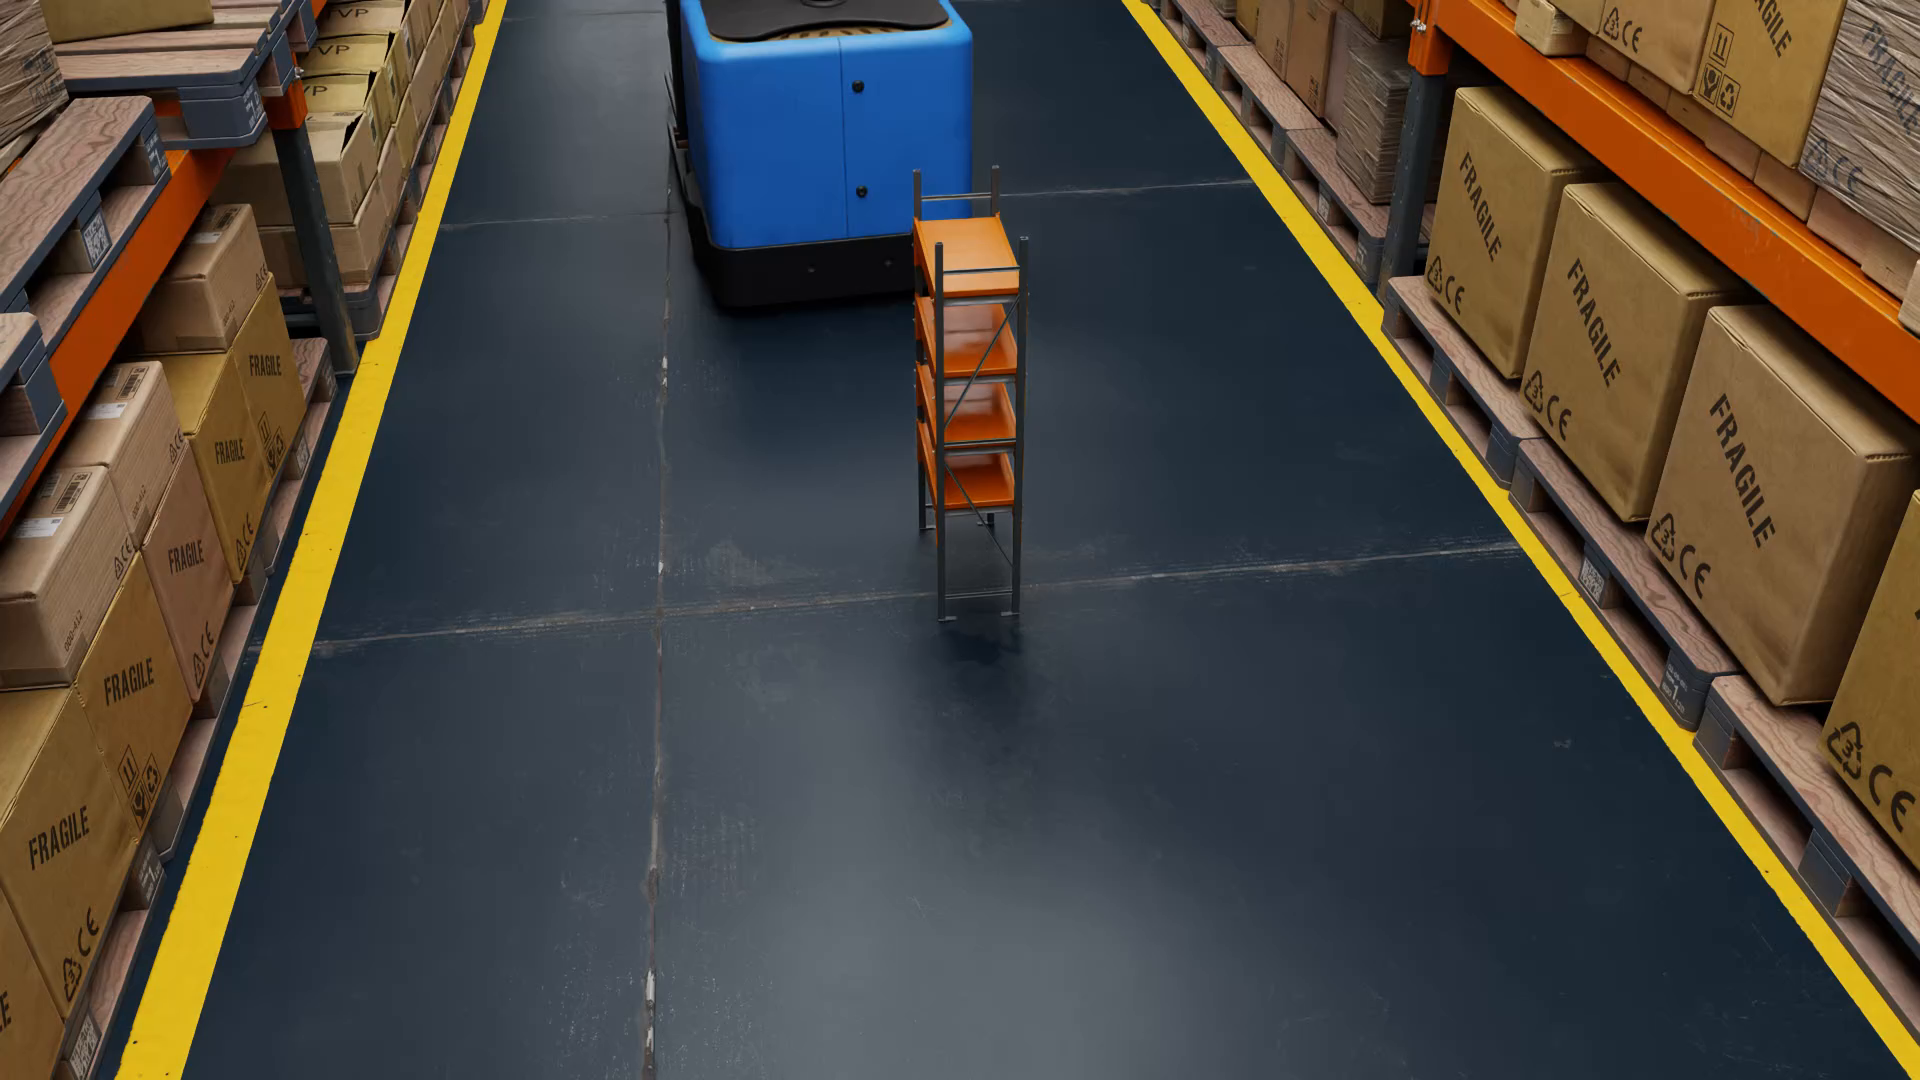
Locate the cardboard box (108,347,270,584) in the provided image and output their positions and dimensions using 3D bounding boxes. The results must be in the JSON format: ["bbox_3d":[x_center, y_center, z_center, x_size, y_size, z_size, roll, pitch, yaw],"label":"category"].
[{"bbox_3d":[-2.308,-0.195,4.701,0.500,0.500,0.500,-6,35,-8],"label":"cardboard box"}]

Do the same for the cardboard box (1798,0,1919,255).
[{"bbox_3d":[2.261,-0.960,3.624,0.500,0.500,0.500,-4,35,-6],"label":"cardboard box"}]

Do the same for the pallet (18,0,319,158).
[{"bbox_3d":[-2.575,-1.387,4.792,1.213,0.211,1.003,-4,35,-6],"label":"pallet"}]

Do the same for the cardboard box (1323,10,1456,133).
[{"bbox_3d":[2.070,-2.059,7.437,0.700,0.500,0.500,-4,35,-6],"label":"cardboard box"}]

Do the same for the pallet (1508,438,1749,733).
[{"bbox_3d":[2.364,0.061,4.973,1.003,0.211,1.213,-4,35,-6],"label":"pallet"}]

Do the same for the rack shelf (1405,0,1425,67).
[{"bbox_3d":[1.903,-3.035,7.679,1.077,0.370,4.000,-4,35,-6],"label":"rack shelf"}]

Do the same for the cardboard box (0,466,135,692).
[{"bbox_3d":[-2.156,0.088,3.620,0.500,0.250,0.500,-4,35,-6],"label":"cardboard box"}]

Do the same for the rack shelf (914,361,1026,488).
[{"bbox_3d":[0.022,-0.348,4.814,0.258,0.148,0.480,-4,35,-6],"label":"rack shelf"}]

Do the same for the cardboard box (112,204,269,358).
[{"bbox_3d":[-2.366,-0.762,4.868,0.500,0.250,0.500,-3,34,-5],"label":"cardboard box"}]

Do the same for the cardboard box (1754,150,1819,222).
[{"bbox_3d":[2.232,-0.917,4.137,0.380,0.149,0.250,-3,34,-5],"label":"cardboard box"}]

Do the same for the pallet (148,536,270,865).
[{"bbox_3d":[-2.512,0.412,4.458,1.003,0.211,1.213,-4,35,-6],"label":"pallet"}]

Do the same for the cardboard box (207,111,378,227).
[{"bbox_3d":[-2.515,-1.422,6.244,0.500,0.311,0.500,-3,34,-5],"label":"cardboard box"}]

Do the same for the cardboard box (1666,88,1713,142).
[{"bbox_3d":[2.188,-1.203,4.558,0.380,0.149,0.250,-4,34,-6],"label":"cardboard box"}]

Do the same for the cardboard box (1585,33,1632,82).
[{"bbox_3d":[2.120,-1.492,4.982,0.380,0.149,0.250,-5,35,-7],"label":"cardboard box"}]

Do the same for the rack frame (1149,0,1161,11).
[{"bbox_3d":[1.634,-4.448,9.114,1.000,3.000,0.127,-4,35,-6],"label":"rack frame"}]

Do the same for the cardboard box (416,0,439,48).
[{"bbox_3d":[-2.794,-2.567,7.924,0.500,0.311,0.500,-4,35,-7],"label":"cardboard box"}]

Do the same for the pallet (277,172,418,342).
[{"bbox_3d":[-2.808,-1.149,6.748,1.003,0.211,1.213,-4,35,-6],"label":"pallet"}]

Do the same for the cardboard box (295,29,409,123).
[{"bbox_3d":[-2.661,-2.000,7.091,0.500,0.311,0.500,-5,35,-8],"label":"cardboard box"}]

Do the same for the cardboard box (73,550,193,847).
[{"bbox_3d":[-2.164,0.380,3.858,0.500,0.500,0.500,-4,34,-6],"label":"cardboard box"}]

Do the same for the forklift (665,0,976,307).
[{"bbox_3d":[-0.764,-2.940,6.962,1.130,2.935,3.031,-7,35,-11],"label":"forklift"}]

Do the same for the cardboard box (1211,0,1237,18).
[{"bbox_3d":[1.750,-3.188,9.093,0.700,0.500,0.500,-3,34,-5],"label":"cardboard box"}]

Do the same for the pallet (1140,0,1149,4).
[{"bbox_3d":[1.509,-3.668,10.445,1.003,0.211,1.213,-4,35,-6],"label":"pallet"}]

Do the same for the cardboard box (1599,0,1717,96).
[{"bbox_3d":[2.111,-1.528,4.458,0.500,0.500,0.500,-5,35,-7],"label":"cardboard box"}]

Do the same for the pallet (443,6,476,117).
[{"bbox_3d":[-3.136,-2.511,8.746,1.003,0.211,1.213,-4,35,-6],"label":"pallet"}]

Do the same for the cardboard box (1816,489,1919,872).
[{"bbox_3d":[2.494,0.378,3.568,0.750,0.750,0.750,-4,34,-6],"label":"cardboard box"}]

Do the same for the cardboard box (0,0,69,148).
[{"bbox_3d":[-2.606,-1.186,3.865,0.700,0.500,0.500,2,34,3],"label":"cardboard box"}]

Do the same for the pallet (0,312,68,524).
[{"bbox_3d":[-2.197,0.018,2.730,1.003,0.211,1.213,-4,35,-6],"label":"pallet"}]

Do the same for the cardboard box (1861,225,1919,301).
[{"bbox_3d":[2.276,-0.627,3.712,0.380,0.149,0.250,-4,35,-6],"label":"cardboard box"}]

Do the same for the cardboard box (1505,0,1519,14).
[{"bbox_3d":[2.012,-1.778,5.401,0.380,0.149,0.250,-4,34,-6],"label":"cardboard box"}]

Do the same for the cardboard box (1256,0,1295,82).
[{"bbox_3d":[1.898,-2.615,8.253,0.700,0.500,0.500,-4,34,-6],"label":"cardboard box"}]

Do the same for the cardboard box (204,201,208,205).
[{"bbox_3d":[-3.050,-1.382,6.184,0.500,0.311,0.500,-3,34,-5],"label":"cardboard box"}]

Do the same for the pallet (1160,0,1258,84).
[{"bbox_3d":[1.741,-2.862,9.262,1.003,0.211,1.213,-4,35,-6],"label":"pallet"}]

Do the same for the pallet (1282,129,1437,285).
[{"bbox_3d":[2.069,-1.500,7.264,1.003,0.211,1.213,-4,35,-6],"label":"pallet"}]

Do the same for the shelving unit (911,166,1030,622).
[{"bbox_3d":[0.022,-0.403,4.777,0.258,1.200,0.503,-4,35,-6],"label":"shelving unit"}]

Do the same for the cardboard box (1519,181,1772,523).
[{"bbox_3d":[2.253,-0.592,4.991,0.750,0.750,0.750,-5,35,-7],"label":"cardboard box"}]

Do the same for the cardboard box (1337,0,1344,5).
[{"bbox_3d":[1.935,-2.682,7.685,0.500,0.250,0.500,-5,35,-7],"label":"cardboard box"}]

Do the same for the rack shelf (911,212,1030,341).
[{"bbox_3d":[0.022,-0.728,4.555,0.258,0.148,0.480,-4,35,-6],"label":"rack shelf"}]

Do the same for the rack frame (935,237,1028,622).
[{"bbox_3d":[0.055,-0.267,4.577,0.240,1.200,0.015,-4,35,-6],"label":"rack frame"}]

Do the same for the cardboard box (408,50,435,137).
[{"bbox_3d":[-2.728,-2.047,7.659,0.500,0.250,0.500,-4,34,-5],"label":"cardboard box"}]

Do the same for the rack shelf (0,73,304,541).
[{"bbox_3d":[-2.467,-0.426,3.850,1.077,0.370,4.000,-4,35,-6],"label":"rack shelf"}]

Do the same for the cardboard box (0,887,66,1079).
[{"bbox_3d":[-2.022,0.956,3.013,0.500,0.500,0.500,-6,35,-9],"label":"cardboard box"}]

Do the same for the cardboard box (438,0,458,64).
[{"bbox_3d":[-2.865,-2.616,8.494,0.500,0.250,0.500,-5,35,-7],"label":"cardboard box"}]

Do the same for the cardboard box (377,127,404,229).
[{"bbox_3d":[-2.584,-1.471,6.814,0.500,0.250,0.500,-5,35,-8],"label":"cardboard box"}]
